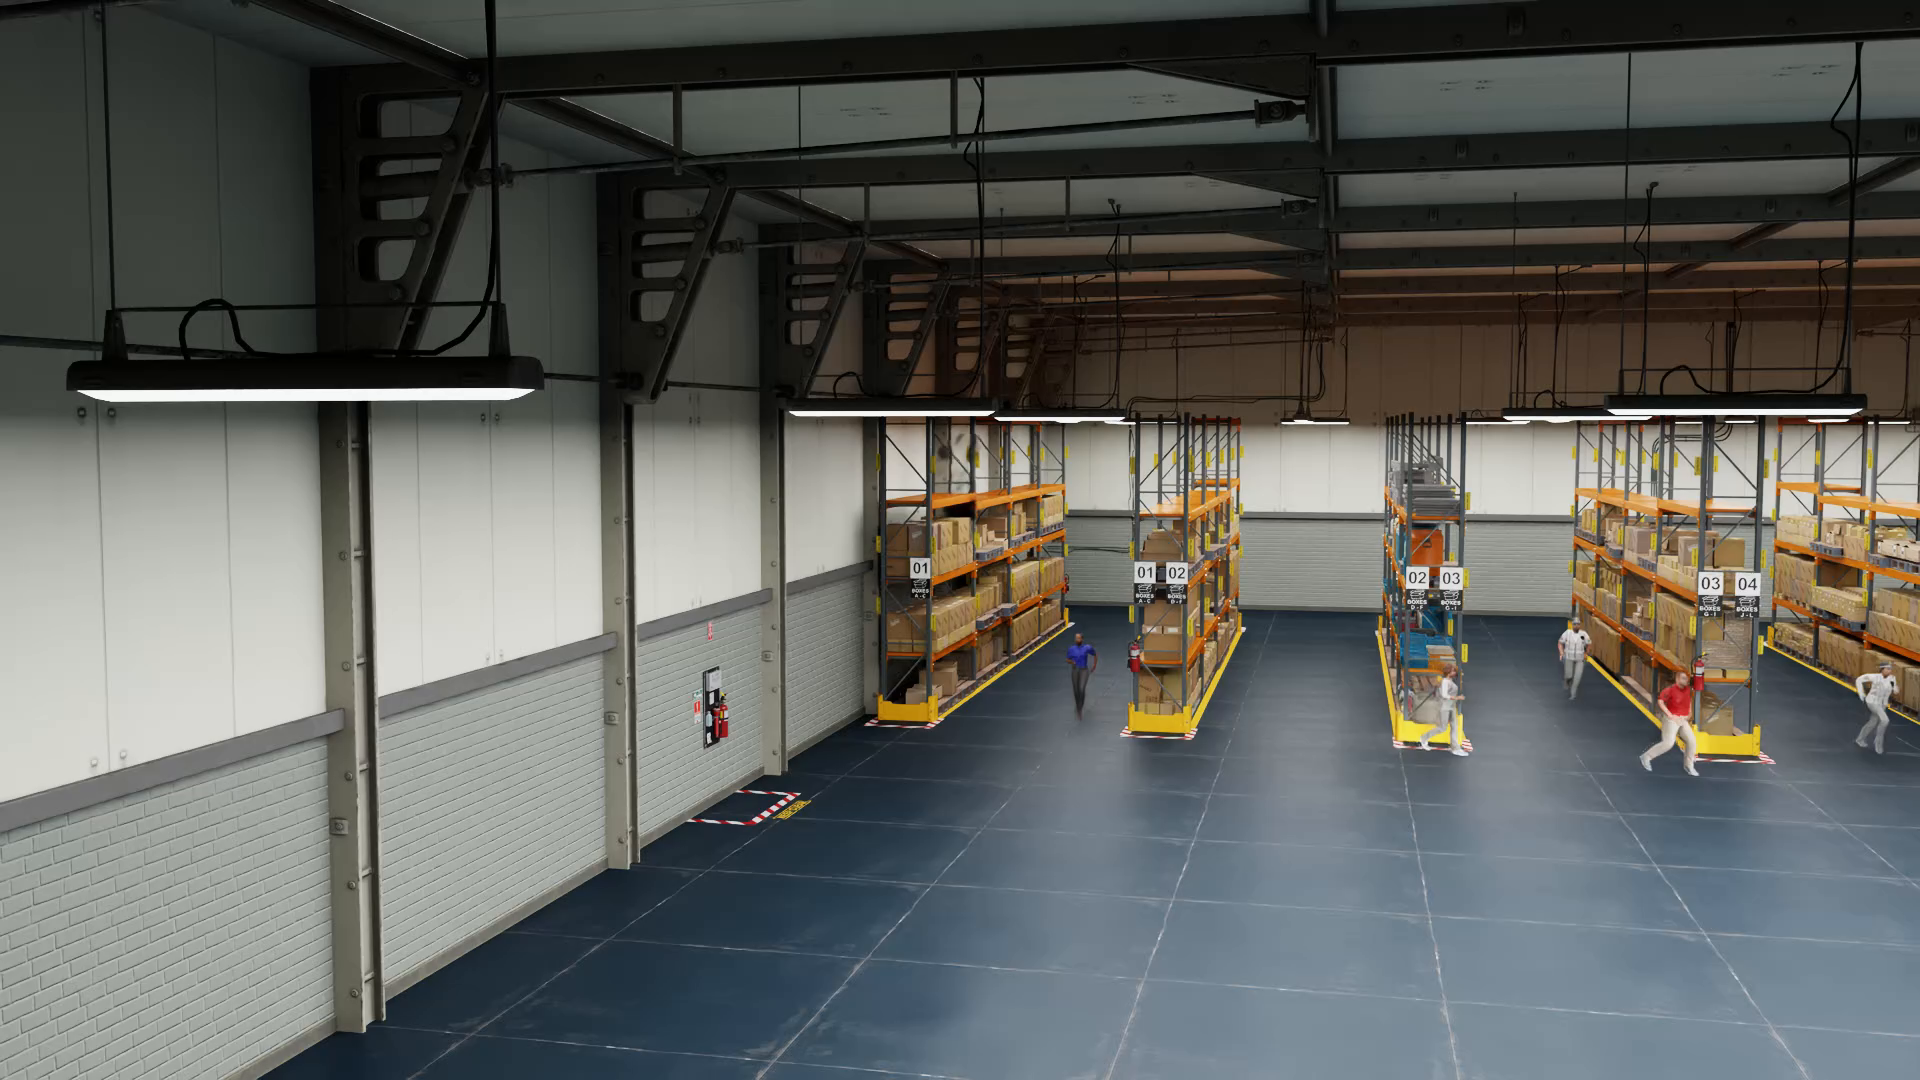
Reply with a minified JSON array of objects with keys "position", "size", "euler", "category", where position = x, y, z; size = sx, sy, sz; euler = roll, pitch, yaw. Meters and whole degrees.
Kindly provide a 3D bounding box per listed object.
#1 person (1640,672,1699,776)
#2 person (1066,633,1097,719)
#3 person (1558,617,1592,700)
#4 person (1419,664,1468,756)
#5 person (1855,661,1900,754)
[{"position":[11.812,3.041,27.540],"size":[0.897,1.737,0.735],"euler":[-2,4,-29],"category":"person"},{"position":[2.397,2.685,33.035],"size":[0.582,1.694,0.765],"euler":[1,4,18],"category":"person"},{"position":[12.995,2.490,35.134],"size":[0.677,1.742,0.607],"euler":[1,4,18],"category":"person"},{"position":[8.432,2.949,28.925],"size":[0.852,1.566,0.538],"euler":[2,5,32],"category":"person"},{"position":[16.136,2.915,29.284],"size":[0.602,1.649,0.884],"euler":[-1,4,-15],"category":"person"}]
